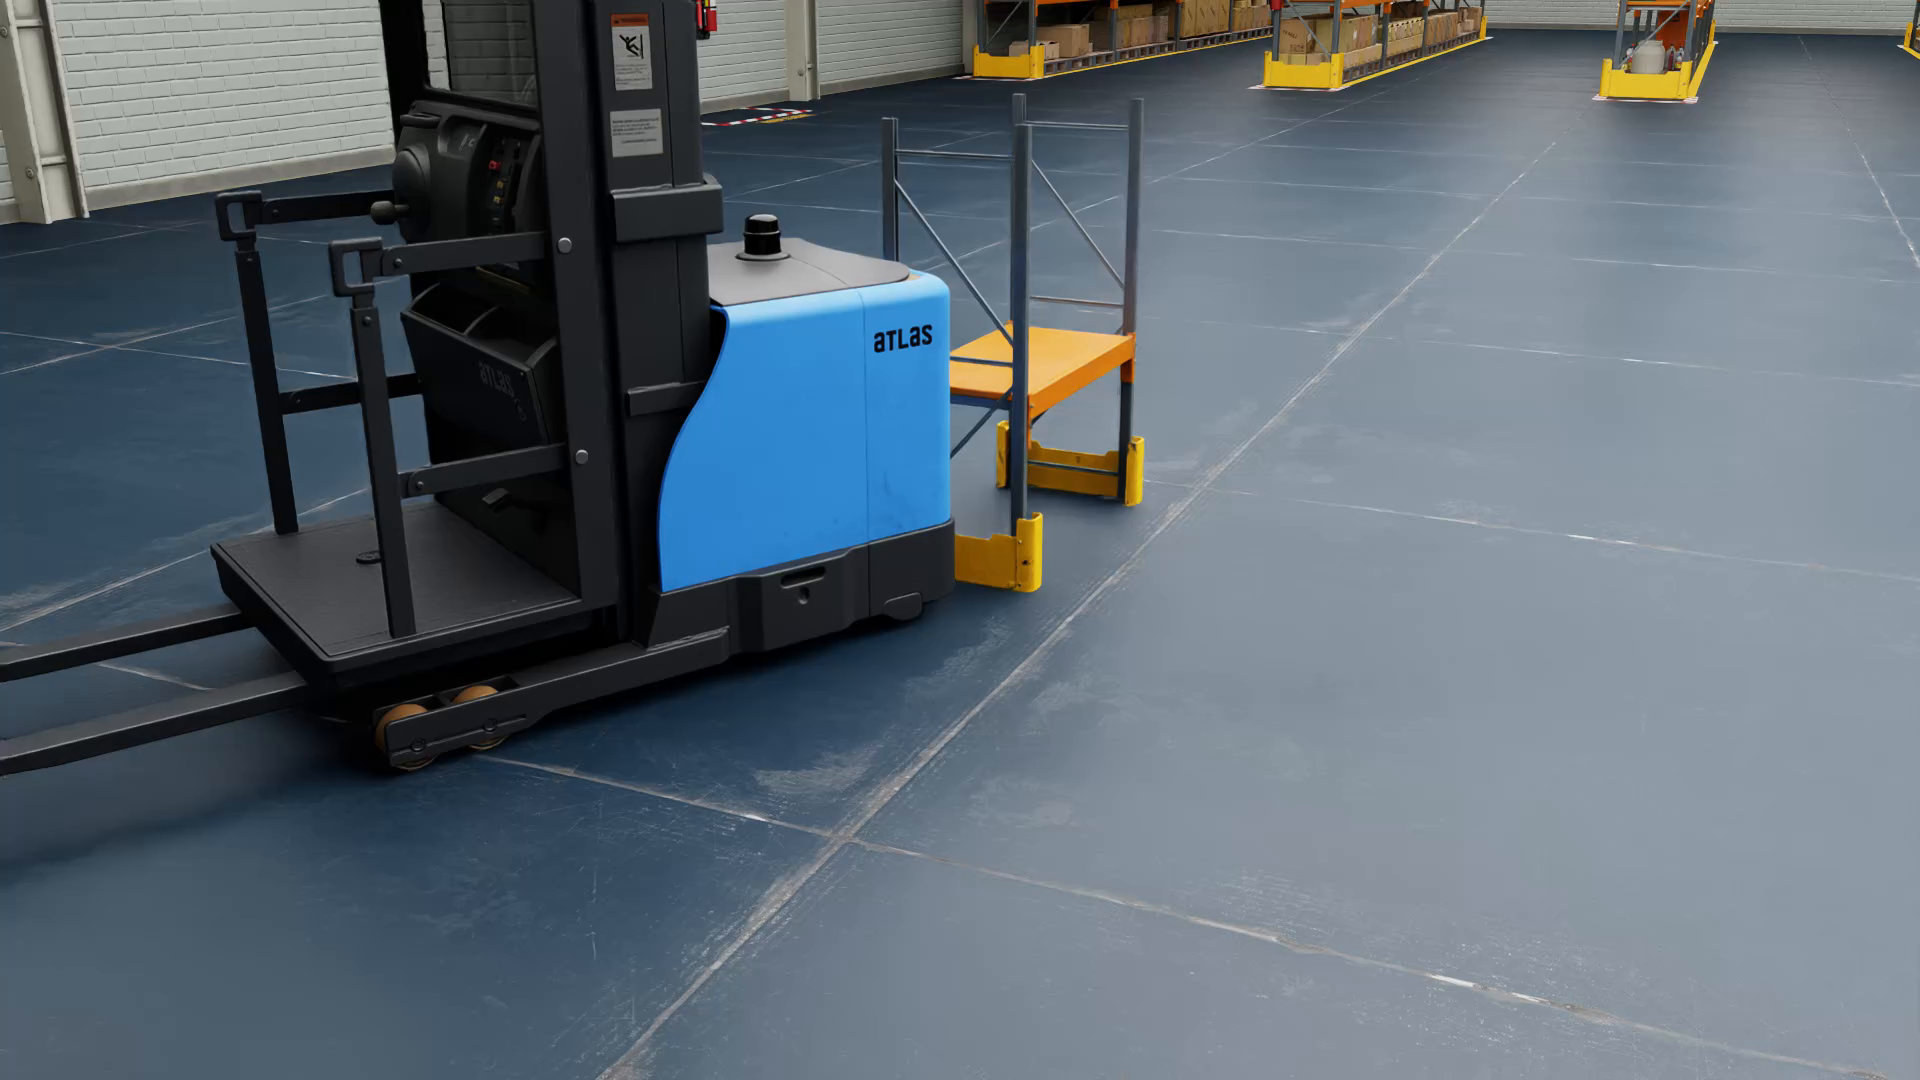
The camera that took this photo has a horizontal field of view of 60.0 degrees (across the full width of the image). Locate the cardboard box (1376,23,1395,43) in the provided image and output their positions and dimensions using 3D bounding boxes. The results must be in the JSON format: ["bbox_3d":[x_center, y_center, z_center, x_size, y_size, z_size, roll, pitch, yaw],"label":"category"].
[{"bbox_3d":[7.323,-8.905,29.173,0.500,0.311,0.500,9,21,23],"label":"cardboard box"}]

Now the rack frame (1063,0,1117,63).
[{"bbox_3d":[2.405,-10.325,30.526,1.000,3.000,0.127,9,21,23],"label":"rack frame"}]

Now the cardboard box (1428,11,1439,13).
[{"bbox_3d":[10.176,-11.335,36.438,0.500,0.500,0.500,9,21,23],"label":"cardboard box"}]

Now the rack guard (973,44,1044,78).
[{"bbox_3d":[0.798,-7.948,27.571,1.175,0.500,0.348,9,21,23],"label":"rack guard"}]

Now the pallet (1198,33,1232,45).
[{"bbox_3d":[5.434,-11.211,37.177,1.003,0.211,1.213,9,21,23],"label":"pallet"}]

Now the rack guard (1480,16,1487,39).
[{"bbox_3d":[11.809,-12.114,39.286,1.175,0.500,0.348,9,21,23],"label":"rack guard"}]

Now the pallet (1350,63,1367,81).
[{"bbox_3d":[6.064,-7.721,27.365,1.003,0.211,1.213,9,21,23],"label":"pallet"}]

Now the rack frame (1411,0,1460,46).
[{"bbox_3d":[10.202,-12.092,35.494,1.000,3.000,0.127,9,21,23],"label":"rack frame"}]

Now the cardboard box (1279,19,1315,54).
[{"bbox_3d":[5.236,-7.884,26.020,0.500,0.500,0.500,9,21,23],"label":"cardboard box"}]

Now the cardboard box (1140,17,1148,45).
[{"bbox_3d":[3.301,-10.053,32.834,0.700,0.500,0.500,8,21,22],"label":"cardboard box"}]

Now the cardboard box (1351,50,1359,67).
[{"bbox_3d":[6.117,-7.766,26.806,0.500,0.250,0.500,9,21,23],"label":"cardboard box"}]

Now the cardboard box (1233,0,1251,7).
[{"bbox_3d":[6.601,-12.550,38.918,0.380,0.149,0.250,8,21,21],"label":"cardboard box"}]

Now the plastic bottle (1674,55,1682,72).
[{"bbox_3d":[10.832,-7.176,25.087,0.097,0.271,0.097,0,20,0],"label":"plastic bottle"}]

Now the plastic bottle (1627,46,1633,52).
[{"bbox_3d":[10.407,-7.491,25.852,0.144,0.351,0.185,10,22,25],"label":"plastic bottle"}]

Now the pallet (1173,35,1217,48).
[{"bbox_3d":[4.936,-10.836,36.125,1.003,0.211,1.213,9,21,23],"label":"pallet"}]

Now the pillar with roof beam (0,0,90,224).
[{"bbox_3d":[-3.179,-6.169,9.884,9.100,9.000,0.400,9,21,23],"label":"pillar with roof beam"}]

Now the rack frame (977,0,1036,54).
[{"bbox_3d":[0.767,-9.102,27.087,1.000,3.000,0.127,9,21,23],"label":"rack frame"}]

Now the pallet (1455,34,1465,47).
[{"bbox_3d":[10.484,-10.988,36.551,1.003,0.211,1.213,9,21,23],"label":"pallet"}]

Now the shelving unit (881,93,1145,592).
[{"bbox_3d":[0.208,-0.738,5.806,0.587,1.500,1.083,9,21,24],"label":"shelving unit"}]

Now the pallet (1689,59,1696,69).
[{"bbox_3d":[12.228,-8.272,28.913,1.003,0.211,1.213,9,21,23],"label":"pallet"}]

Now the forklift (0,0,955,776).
[{"bbox_3d":[-1.498,-0.986,4.368,3.031,2.935,1.130,-14,24,-35],"label":"forklift"}]

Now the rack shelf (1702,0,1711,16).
[{"bbox_3d":[12.262,-9.238,28.543,1.077,0.370,4.000,9,21,23],"label":"rack shelf"}]

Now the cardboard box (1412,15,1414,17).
[{"bbox_3d":[8.945,-10.375,33.740,0.500,0.500,0.500,8,21,21],"label":"cardboard box"}]

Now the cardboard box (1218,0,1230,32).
[{"bbox_3d":[5.534,-11.739,37.083,0.750,0.750,0.750,9,21,23],"label":"cardboard box"}]

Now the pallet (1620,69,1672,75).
[{"bbox_3d":[10.632,-7.078,25.557,1.003,0.211,1.213,9,21,23],"label":"pallet"}]

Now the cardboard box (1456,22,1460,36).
[{"bbox_3d":[10.571,-11.131,36.148,0.500,0.311,0.500,9,21,23],"label":"cardboard box"}]

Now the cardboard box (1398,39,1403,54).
[{"bbox_3d":[7.737,-8.953,30.144,0.500,0.250,0.500,8,21,21],"label":"cardboard box"}]

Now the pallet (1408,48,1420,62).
[{"bbox_3d":[8.191,-9.309,31.830,1.003,0.211,1.213,9,21,23],"label":"pallet"}]

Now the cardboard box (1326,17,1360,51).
[{"bbox_3d":[6.107,-8.121,26.684,0.500,0.500,0.500,9,21,23],"label":"cardboard box"}]

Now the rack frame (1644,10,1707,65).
[{"bbox_3d":[13.081,-10.189,30.141,1.000,3.000,0.127,9,21,23],"label":"rack frame"}]

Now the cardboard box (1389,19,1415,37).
[{"bbox_3d":[8.158,-9.528,30.925,0.500,0.311,0.500,8,21,22],"label":"cardboard box"}]

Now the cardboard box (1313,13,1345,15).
[{"bbox_3d":[6.253,-8.650,28.172,0.500,0.500,0.500,9,21,23],"label":"cardboard box"}]

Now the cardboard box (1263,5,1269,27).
[{"bbox_3d":[7.124,-12.786,40.549,0.700,0.500,0.500,9,21,23],"label":"cardboard box"}]

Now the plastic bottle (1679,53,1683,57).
[{"bbox_3d":[11.014,-7.312,25.467,0.097,0.271,0.097,0,20,0],"label":"plastic bottle"}]

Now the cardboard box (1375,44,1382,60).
[{"bbox_3d":[6.935,-8.377,28.525,0.500,0.250,0.500,9,21,23],"label":"cardboard box"}]

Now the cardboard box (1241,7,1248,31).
[{"bbox_3d":[6.290,-12.159,38.784,0.700,0.500,0.500,8,21,22],"label":"cardboard box"}]

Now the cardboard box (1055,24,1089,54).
[{"bbox_3d":[2.017,-9.032,29.963,0.500,0.500,0.500,7,21,19],"label":"cardboard box"}]

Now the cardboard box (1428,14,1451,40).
[{"bbox_3d":[9.846,-10.628,34.452,0.500,0.500,0.500,9,21,23],"label":"cardboard box"}]

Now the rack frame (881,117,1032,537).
[{"bbox_3d":[-0.014,-0.581,5.365,0.500,1.500,0.032,9,21,24],"label":"rack frame"}]

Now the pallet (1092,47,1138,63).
[{"bbox_3d":[2.723,-9.250,31.663,1.003,0.211,1.213,9,21,23],"label":"pallet"}]

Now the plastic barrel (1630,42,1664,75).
[{"bbox_3d":[10.005,-6.980,24.207,0.421,0.512,0.421,0,20,0],"label":"plastic barrel"}]

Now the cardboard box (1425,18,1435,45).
[{"bbox_3d":[9.011,-9.999,32.682,0.500,0.500,0.500,10,22,25],"label":"cardboard box"}]

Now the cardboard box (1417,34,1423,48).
[{"bbox_3d":[8.571,-9.578,31.900,0.500,0.250,0.500,9,22,24],"label":"cardboard box"}]

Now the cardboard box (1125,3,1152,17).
[{"bbox_3d":[3.505,-10.538,33.079,0.500,0.250,0.500,9,21,24],"label":"cardboard box"}]
